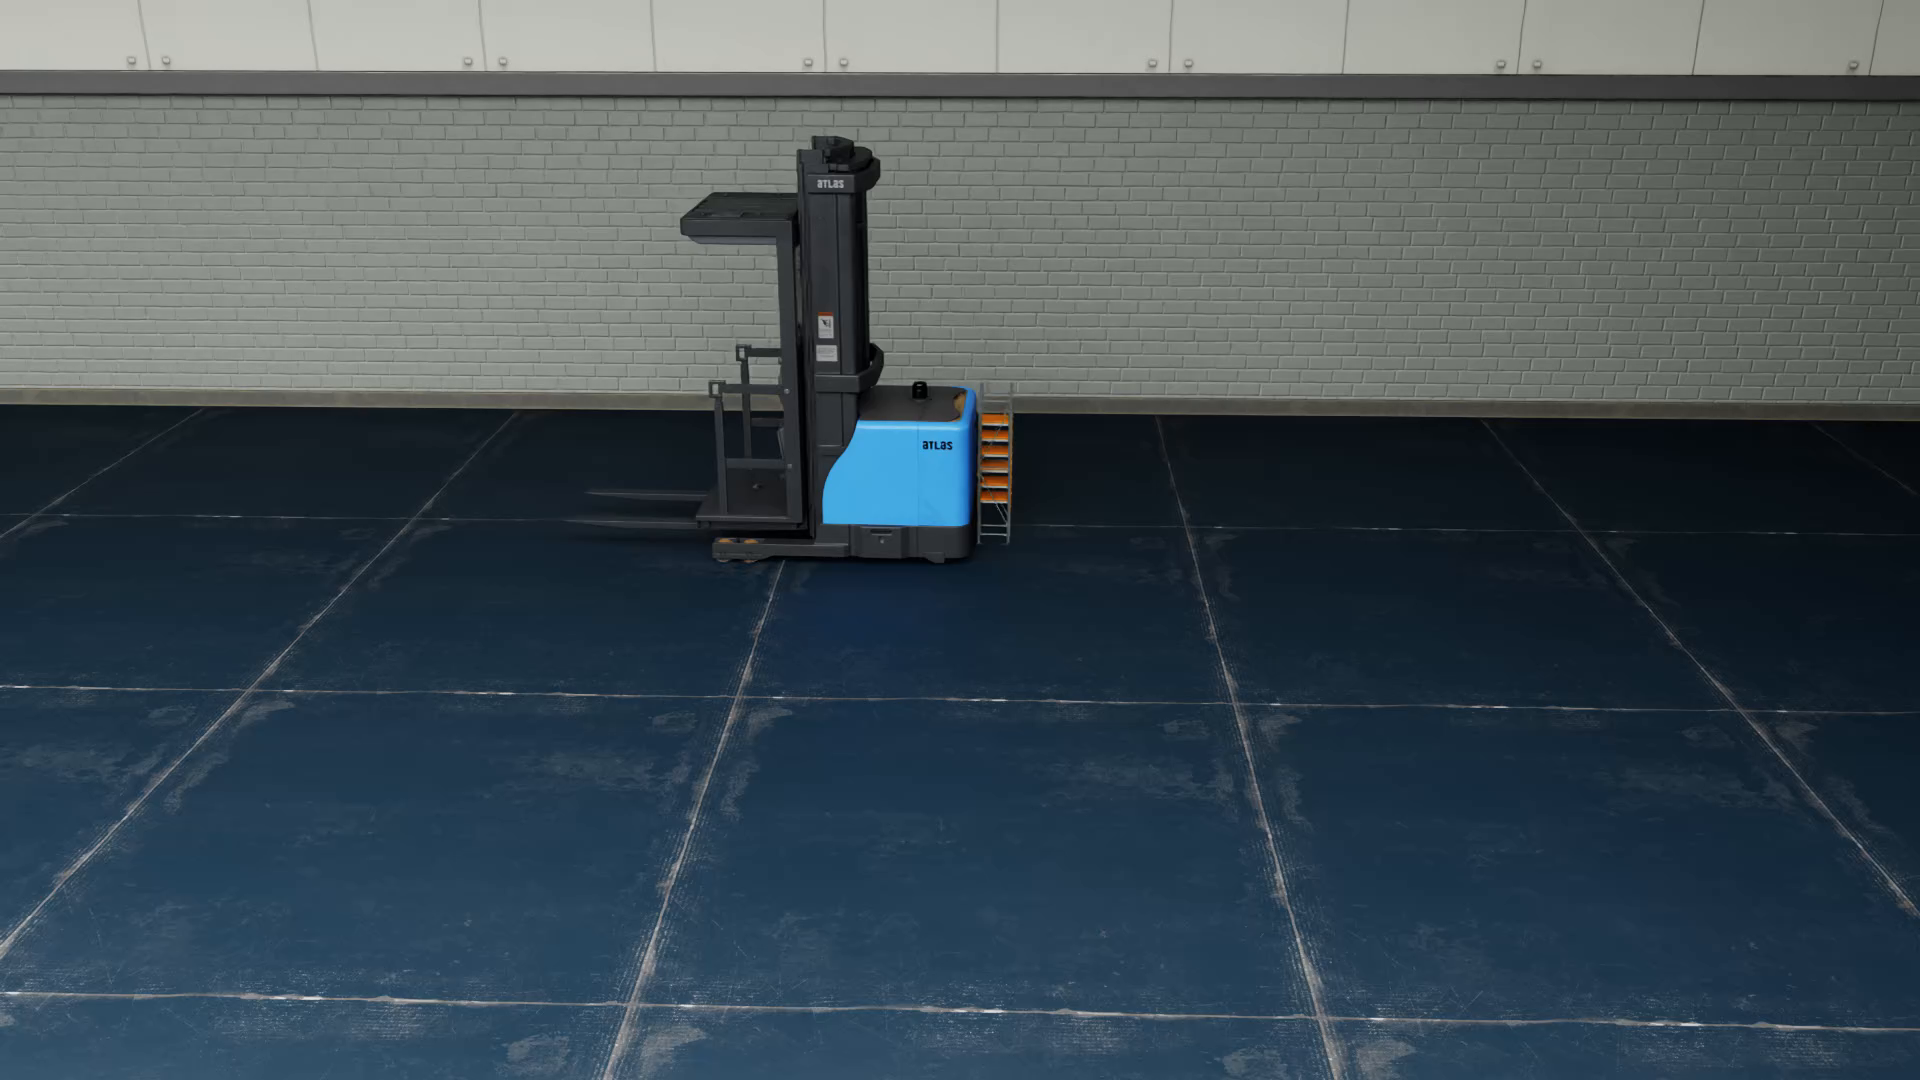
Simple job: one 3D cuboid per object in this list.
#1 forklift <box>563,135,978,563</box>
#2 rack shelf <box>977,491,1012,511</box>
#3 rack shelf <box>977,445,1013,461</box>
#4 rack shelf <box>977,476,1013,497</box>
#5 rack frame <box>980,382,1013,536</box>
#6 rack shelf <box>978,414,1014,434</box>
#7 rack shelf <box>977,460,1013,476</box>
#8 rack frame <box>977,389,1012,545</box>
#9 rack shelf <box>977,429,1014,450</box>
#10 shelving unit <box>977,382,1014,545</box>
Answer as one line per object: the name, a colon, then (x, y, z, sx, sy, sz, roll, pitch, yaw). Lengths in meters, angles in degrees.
forklift: (-1.404, -1.390, 12.059, 3.031, 2.935, 1.130, 1, 21, 3)
rack shelf: (0.258, -0.294, 12.411, 0.258, 0.103, 0.180, 2, 21, 3)
rack shelf: (0.260, -0.629, 12.280, 0.258, 0.103, 0.180, 2, 21, 3)
rack shelf: (0.259, -0.405, 12.367, 0.258, 0.103, 0.180, 2, 21, 3)
rack frame: (0.266, -0.592, 12.393, 0.240, 1.200, 0.006, 2, 21, 3)
rack shelf: (0.262, -0.853, 12.193, 0.258, 0.103, 0.180, 2, 21, 3)
rack shelf: (0.259, -0.517, 12.324, 0.258, 0.103, 0.180, 2, 21, 3)
rack frame: (0.254, -0.526, 12.222, 0.240, 1.200, 0.006, 2, 21, 3)
rack shelf: (0.261, -0.741, 12.237, 0.258, 0.103, 0.180, 2, 21, 3)
shelving unit: (0.260, -0.559, 12.307, 0.258, 1.200, 0.189, 2, 21, 3)
